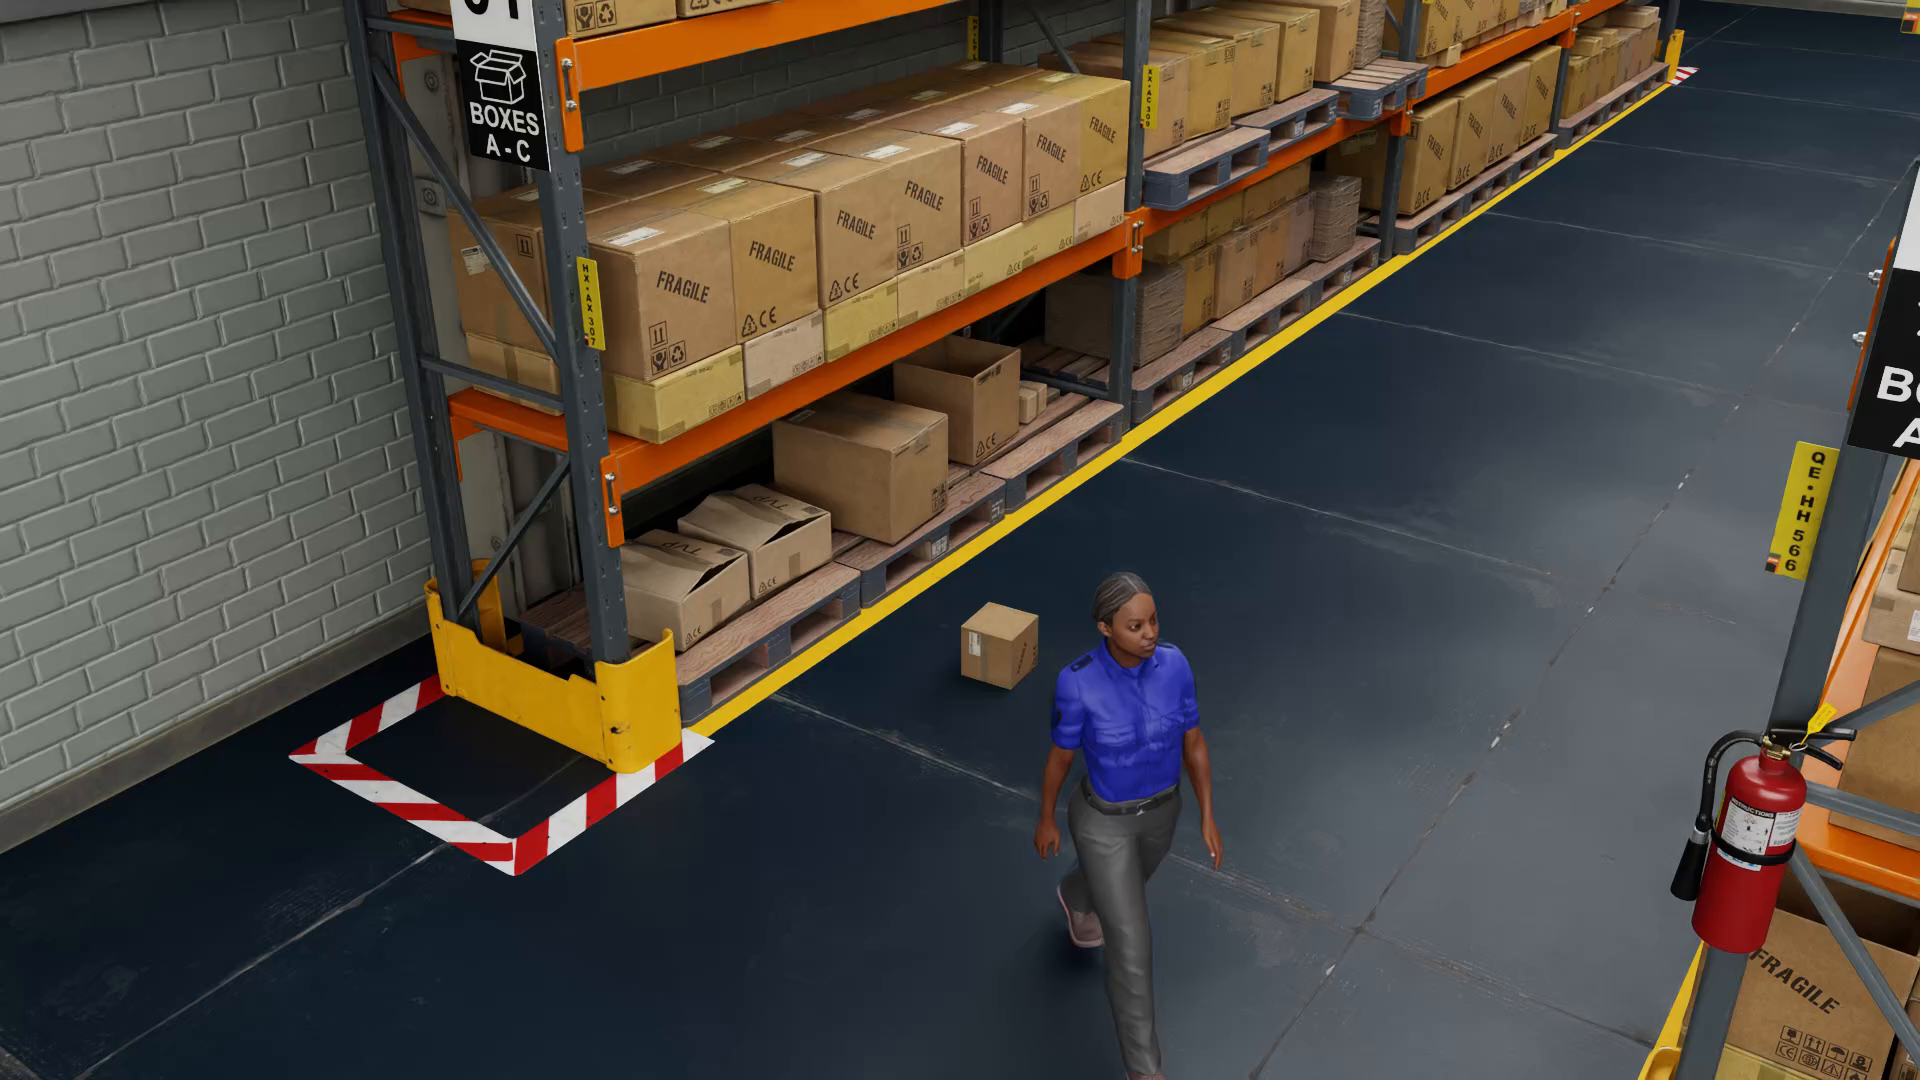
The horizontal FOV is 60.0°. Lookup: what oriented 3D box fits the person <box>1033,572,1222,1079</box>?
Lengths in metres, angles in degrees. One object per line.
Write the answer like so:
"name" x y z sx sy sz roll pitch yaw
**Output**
"person" 0.510 0.825 5.019 0.473 1.597 1.033 -13 30 -24
